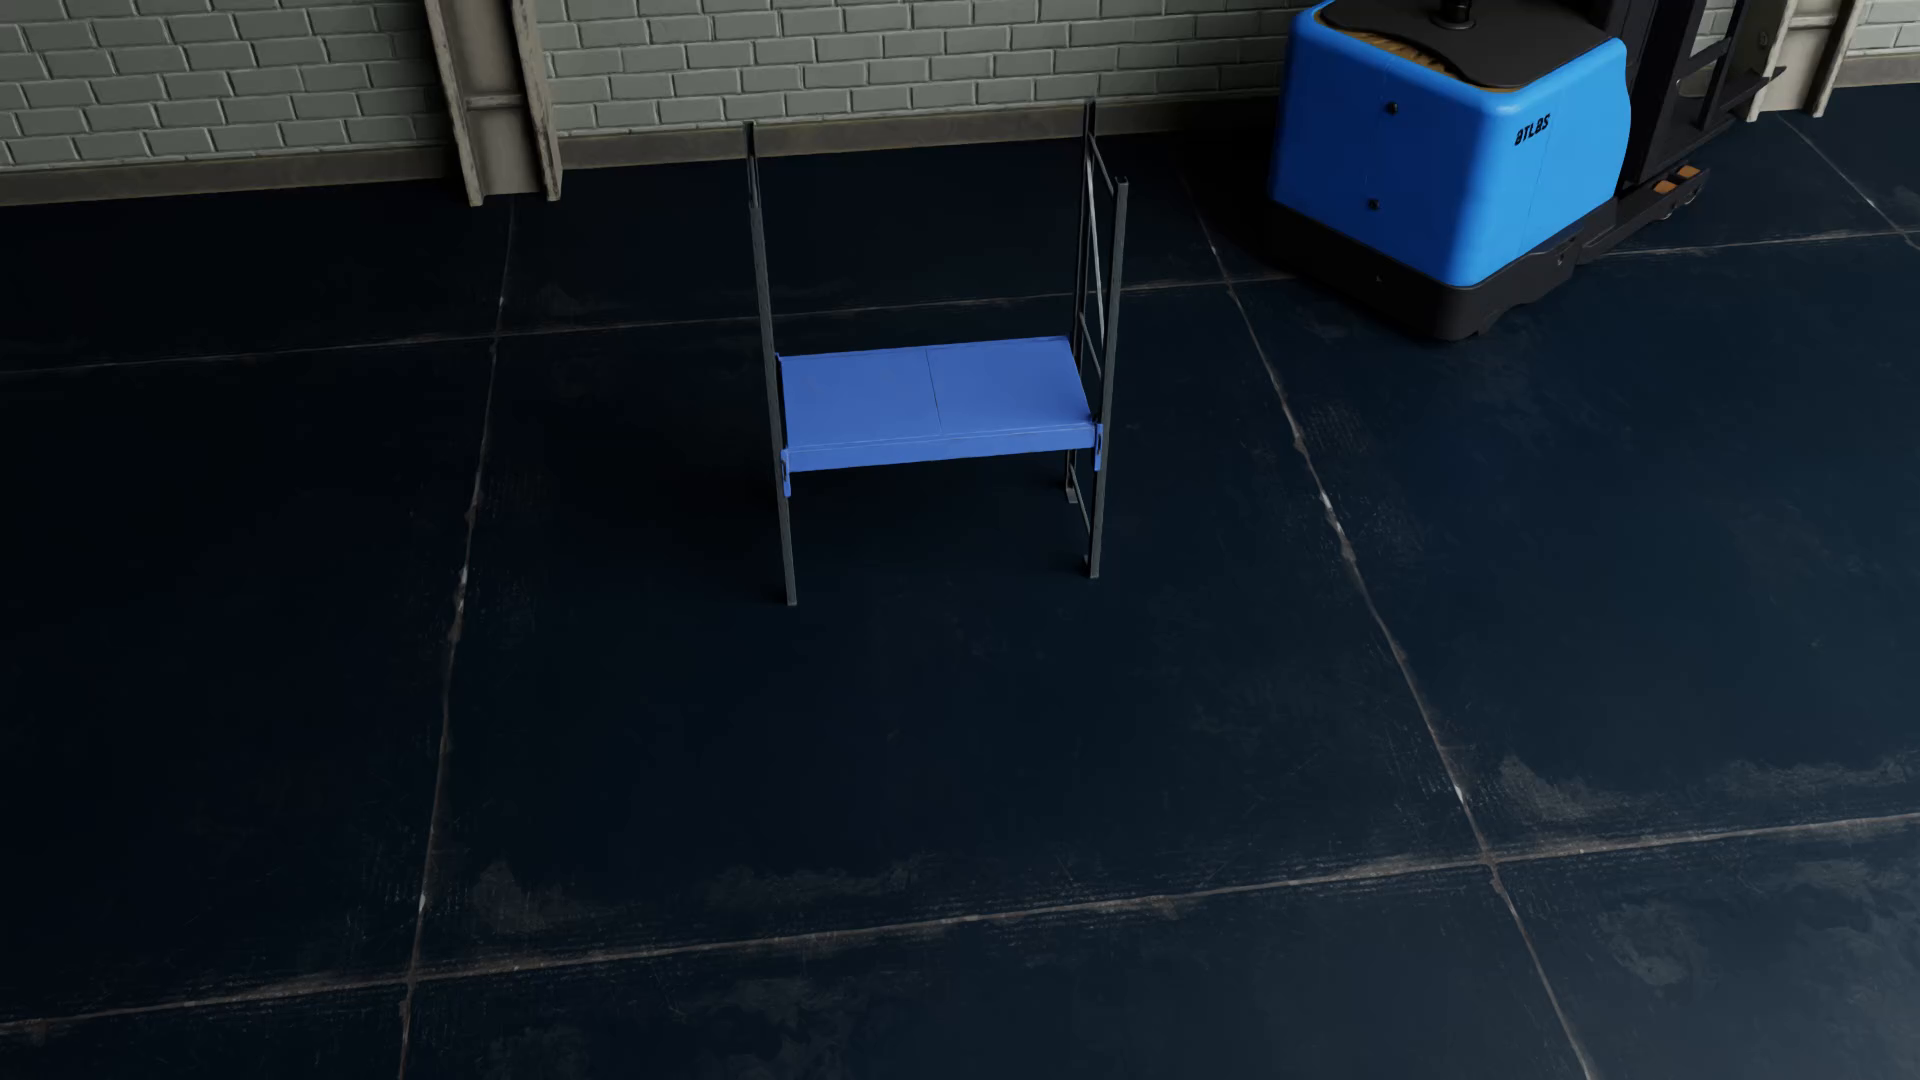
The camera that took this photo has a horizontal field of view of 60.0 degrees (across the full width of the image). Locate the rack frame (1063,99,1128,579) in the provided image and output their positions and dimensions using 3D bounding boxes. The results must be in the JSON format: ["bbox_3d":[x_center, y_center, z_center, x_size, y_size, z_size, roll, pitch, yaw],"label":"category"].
[{"bbox_3d":[0.419,-0.594,5.288,0.032,1.500,0.500,-5,42,-6],"label":"rack frame"}]

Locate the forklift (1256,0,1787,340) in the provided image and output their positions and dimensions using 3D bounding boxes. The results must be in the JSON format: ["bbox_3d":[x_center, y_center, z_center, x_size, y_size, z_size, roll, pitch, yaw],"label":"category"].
[{"bbox_3d":[2.681,-2.728,6.586,3.031,2.935,1.130,-31,51,-30],"label":"forklift"}]

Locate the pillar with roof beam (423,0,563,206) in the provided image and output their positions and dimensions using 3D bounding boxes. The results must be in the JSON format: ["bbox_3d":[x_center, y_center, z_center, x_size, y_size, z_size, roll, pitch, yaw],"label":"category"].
[{"bbox_3d":[-1.449,-2.086,1.344,0.400,9.000,9.100,-5,42,-6],"label":"pillar with roof beam"}]

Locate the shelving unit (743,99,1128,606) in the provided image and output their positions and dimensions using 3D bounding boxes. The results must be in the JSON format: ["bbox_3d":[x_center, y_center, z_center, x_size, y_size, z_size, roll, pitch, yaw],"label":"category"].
[{"bbox_3d":[-0.085,-0.550,5.239,1.048,1.500,0.538,-5,42,-6],"label":"shelving unit"}]

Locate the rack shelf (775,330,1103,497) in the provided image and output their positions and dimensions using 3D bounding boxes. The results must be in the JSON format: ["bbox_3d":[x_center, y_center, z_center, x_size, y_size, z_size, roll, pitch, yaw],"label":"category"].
[{"bbox_3d":[-0.085,-0.416,5.360,1.000,0.185,0.538,-5,42,-6],"label":"rack shelf"}]

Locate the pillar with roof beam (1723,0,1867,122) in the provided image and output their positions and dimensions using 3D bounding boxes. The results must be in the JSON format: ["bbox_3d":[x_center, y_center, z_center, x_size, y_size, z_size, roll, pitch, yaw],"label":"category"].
[{"bbox_3d":[4.501,-2.607,1.921,0.400,9.000,9.100,-5,42,-6],"label":"pillar with roof beam"}]

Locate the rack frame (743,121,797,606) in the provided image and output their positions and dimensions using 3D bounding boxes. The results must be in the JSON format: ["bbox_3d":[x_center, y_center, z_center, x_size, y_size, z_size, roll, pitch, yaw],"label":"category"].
[{"bbox_3d":[-0.589,-0.505,5.191,0.032,1.500,0.500,-5,42,-6],"label":"rack frame"}]
